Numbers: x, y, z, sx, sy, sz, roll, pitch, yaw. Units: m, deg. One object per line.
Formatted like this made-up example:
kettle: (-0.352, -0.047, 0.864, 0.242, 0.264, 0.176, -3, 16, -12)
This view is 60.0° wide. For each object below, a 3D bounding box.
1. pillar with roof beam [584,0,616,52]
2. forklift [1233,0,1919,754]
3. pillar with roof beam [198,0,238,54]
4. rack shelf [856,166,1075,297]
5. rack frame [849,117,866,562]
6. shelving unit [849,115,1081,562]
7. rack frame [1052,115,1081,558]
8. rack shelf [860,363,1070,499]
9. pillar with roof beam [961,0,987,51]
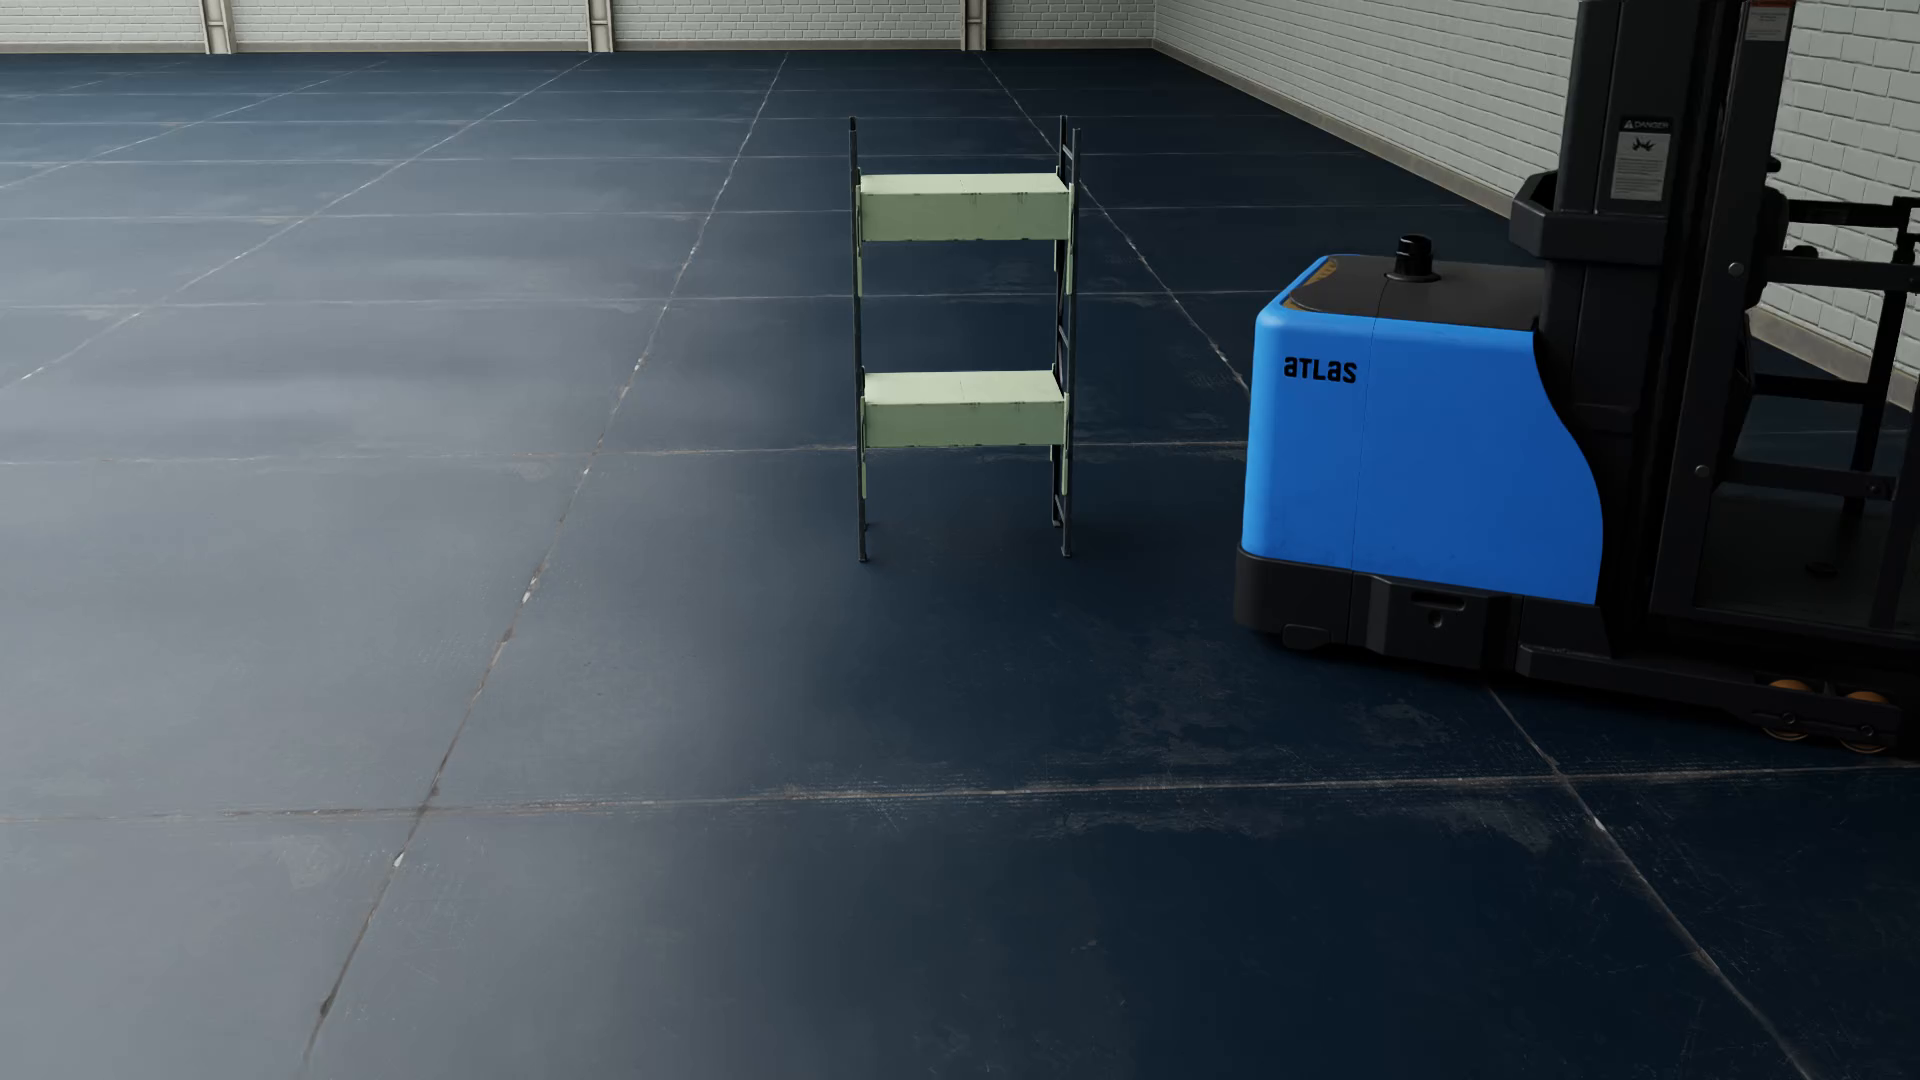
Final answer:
pillar with roof beam: (-5.524, -10.559, 21.207, 0.400, 9.000, 9.100, -1, 21, -3)
forklift: (2.431, -0.997, 4.620, 3.031, 2.935, 1.130, 9, 22, 21)
pillar with roof beam: (-11.515, -10.437, 20.887, 0.400, 9.000, 9.100, -1, 21, -3)
rack shelf: (0.007, -1.066, 5.716, 0.720, 0.370, 0.431, -1, 21, -3)
rack frame: (-0.359, -0.694, 5.835, 0.023, 1.500, 0.400, -1, 21, -3)
shelving unit: (0.007, -0.701, 5.854, 0.755, 1.500, 0.431, -1, 21, -3)
rack frame: (0.372, -0.708, 5.874, 0.023, 1.500, 0.400, -1, 21, -3)
rack shelf: (0.007, -0.396, 5.970, 0.720, 0.370, 0.431, -1, 21, -3)
pillar with roof beam: (0.466, -10.680, 21.527, 0.400, 9.000, 9.100, -1, 21, -3)
